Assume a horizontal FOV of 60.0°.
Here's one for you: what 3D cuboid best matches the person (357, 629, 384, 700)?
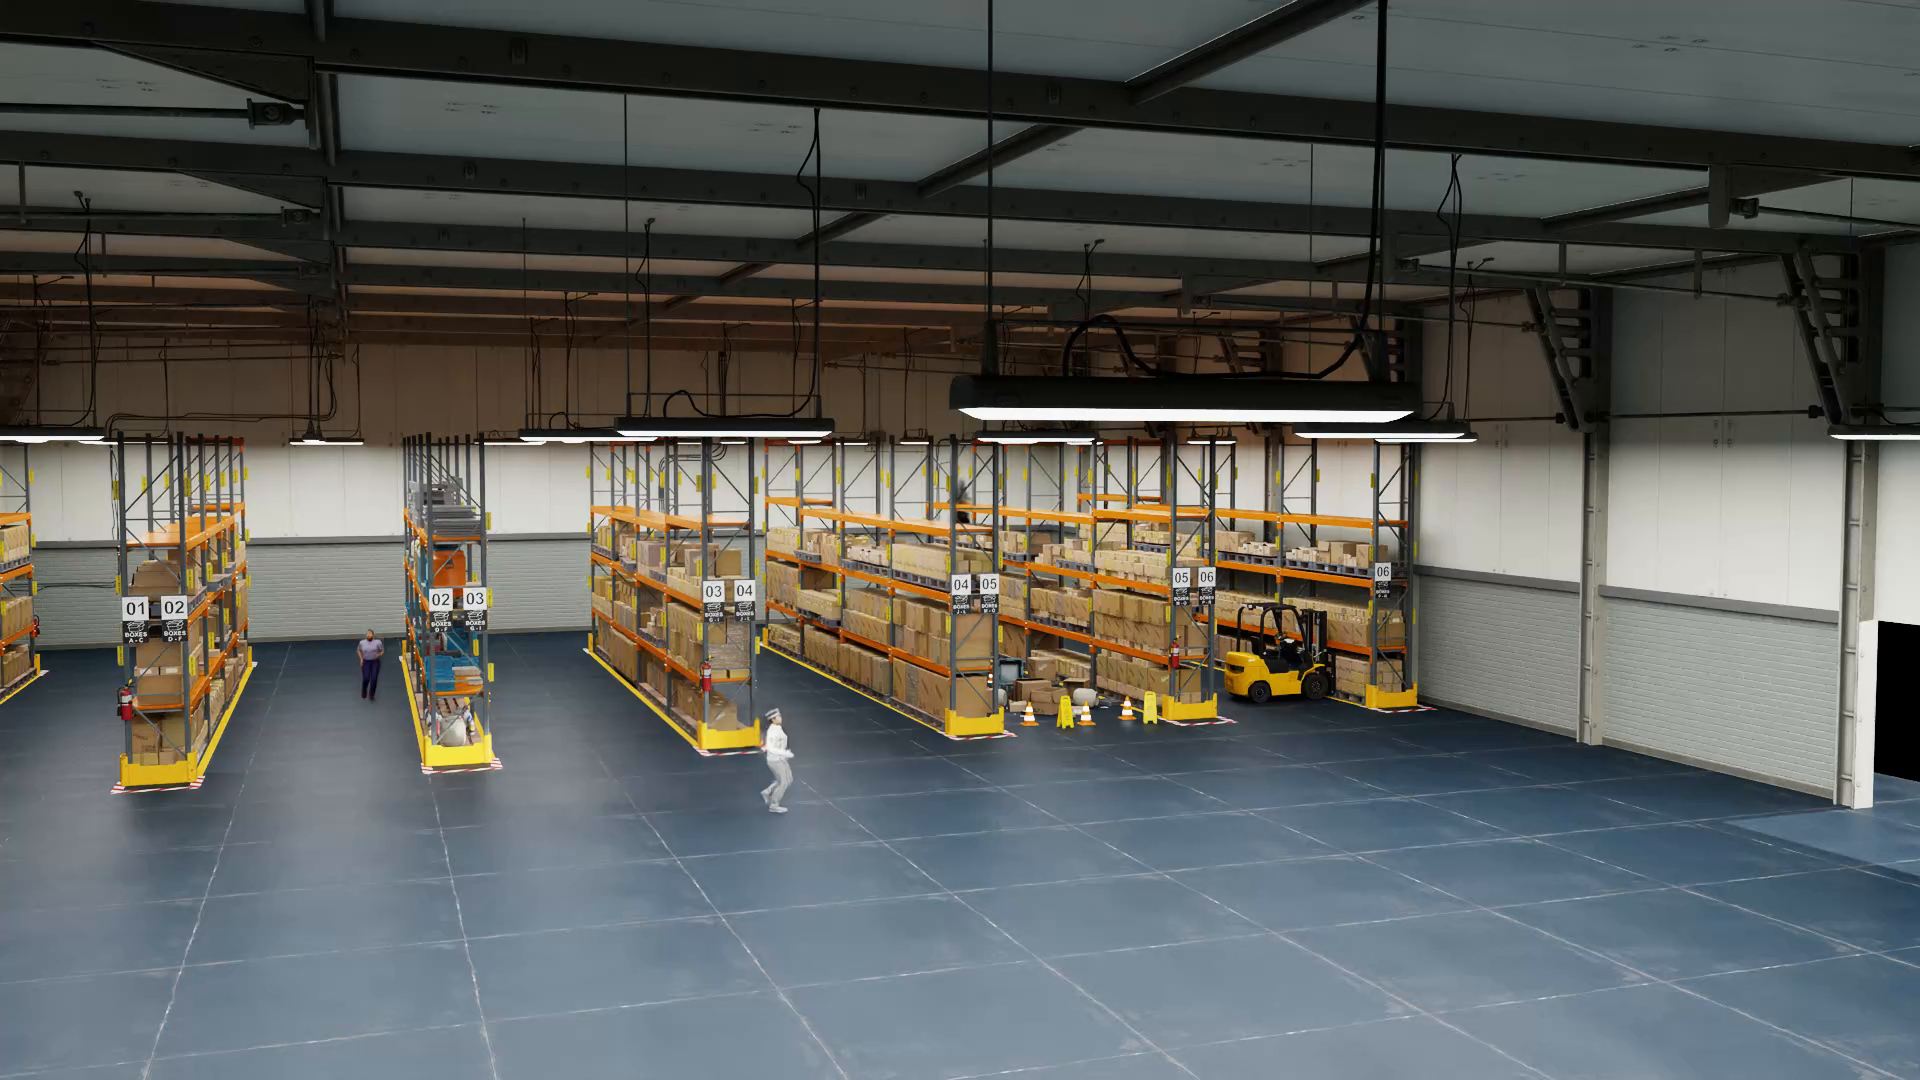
[{"bbox_3d":[-13.337,2.827,37.650,0.588,1.613,0.567,-1,3,-18],"label":"person"}]

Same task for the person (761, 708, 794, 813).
[{"bbox_3d":[-2.849,3.447,26.085,0.545,1.650,0.610,0,3,5],"label":"person"}]

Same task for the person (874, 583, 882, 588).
[{"bbox_3d":[-2.451,2.071,50.846,0.723,1.744,0.546,-1,3,-20],"label":"person"}]

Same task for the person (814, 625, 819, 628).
[{"bbox_3d":[-4.128,2.190,49.274,0.632,1.682,0.735,-3,4,-42],"label":"person"}]
